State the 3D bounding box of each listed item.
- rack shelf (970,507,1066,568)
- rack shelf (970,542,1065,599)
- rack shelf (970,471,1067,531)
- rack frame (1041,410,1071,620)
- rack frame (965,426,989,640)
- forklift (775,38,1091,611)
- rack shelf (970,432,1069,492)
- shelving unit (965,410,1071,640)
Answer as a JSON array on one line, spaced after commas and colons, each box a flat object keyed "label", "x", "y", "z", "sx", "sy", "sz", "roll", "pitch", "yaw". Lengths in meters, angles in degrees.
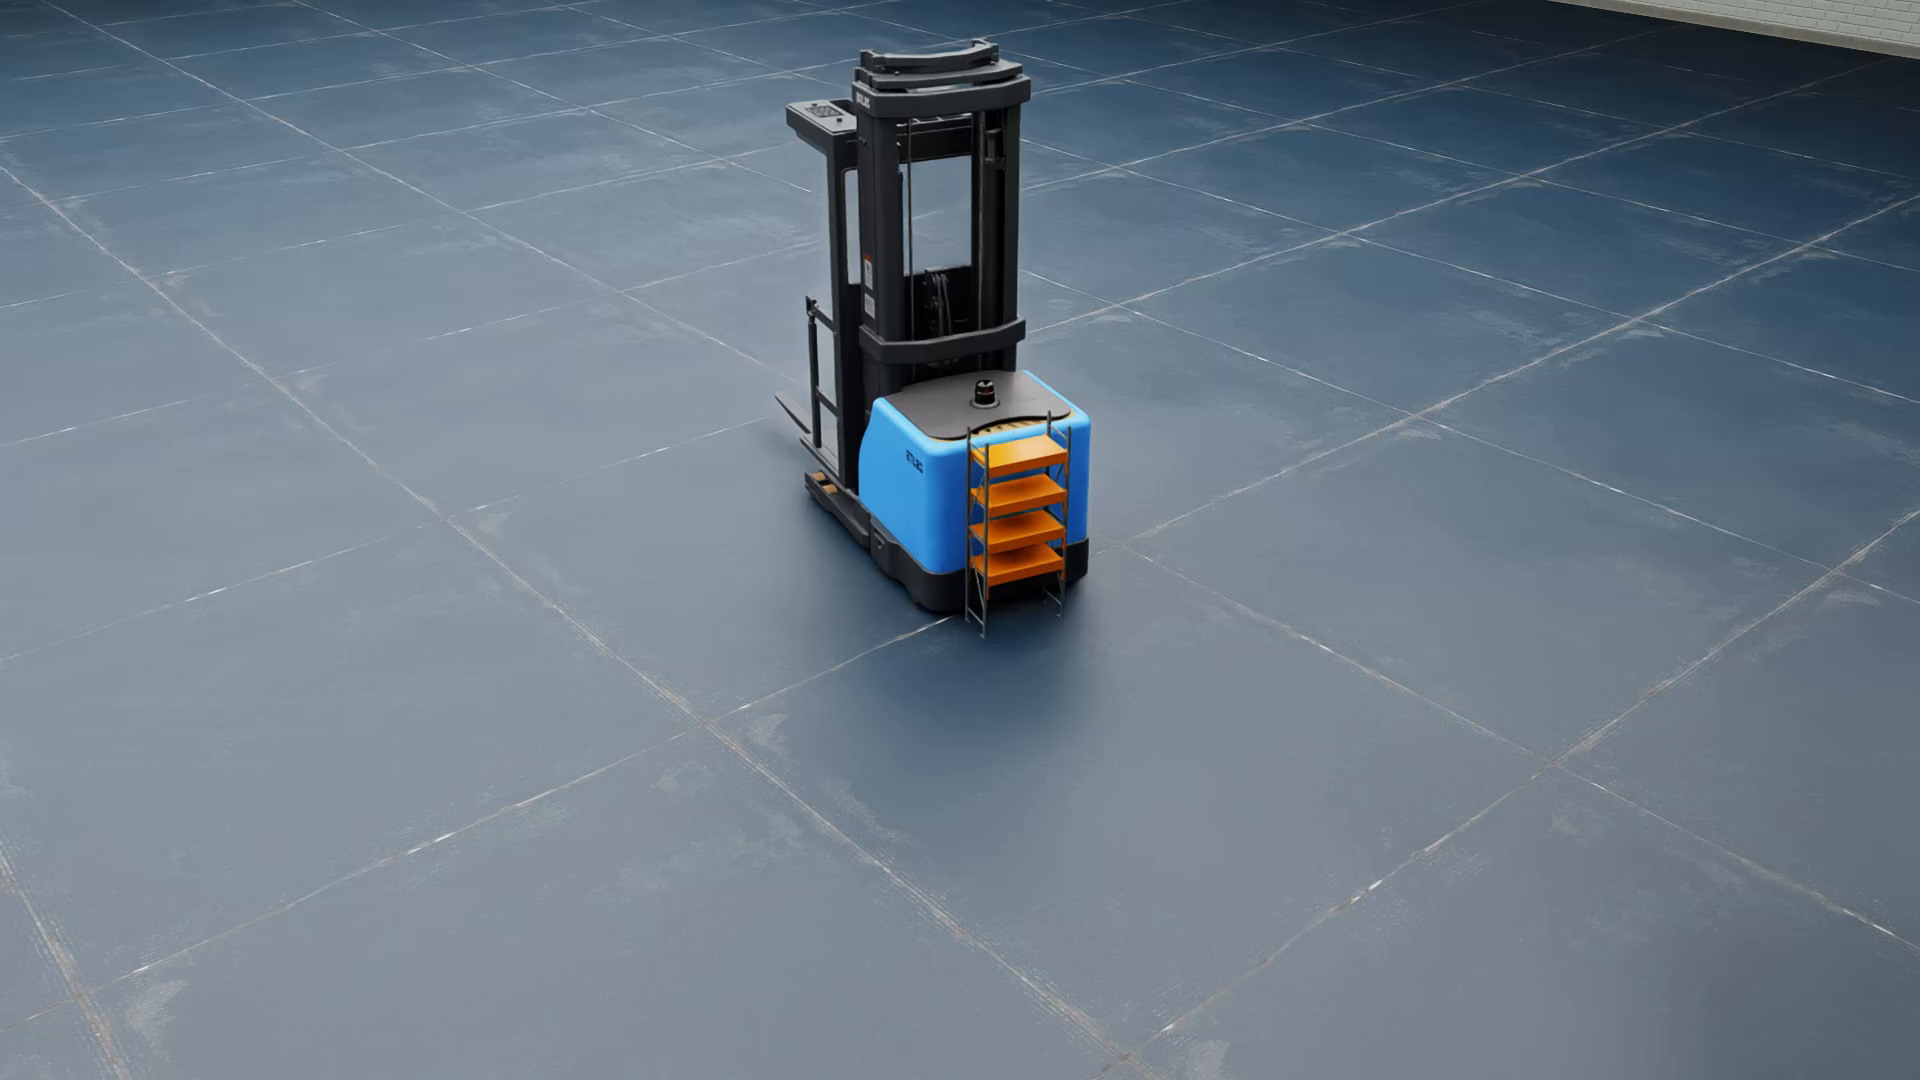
[{"label": "rack shelf", "x": 0.311, "y": -0.017, "z": 9.150, "sx": 0.480, "sy": 0.148, "sz": 0.258, "roll": -13, "pitch": 31, "yaw": -23}, {"label": "rack shelf", "x": 0.310, "y": 0.157, "z": 9.245, "sx": 0.480, "sy": 0.148, "sz": 0.258, "roll": -13, "pitch": 31, "yaw": -23}, {"label": "rack shelf", "x": 0.311, "y": -0.214, "z": 9.043, "sx": 0.480, "sy": 0.148, "sz": 0.258, "roll": -13, "pitch": 31, "yaw": -23}, {"label": "rack frame", "x": 0.531, "y": -0.127, "z": 9.212, "sx": 0.015, "sy": 1.200, "sz": 0.240, "roll": -13, "pitch": 31, "yaw": -23}, {"label": "rack frame", "x": 0.091, "y": -0.026, "z": 9.024, "sx": 0.015, "sy": 1.200, "sz": 0.240, "roll": -13, "pitch": 31, "yaw": -23}, {"label": "forklift", "x": -0.347, "y": -1.561, "z": 10.061, "sx": 1.130, "sy": 2.935, "sz": 3.031, "roll": -13, "pitch": 31, "yaw": -23}, {"label": "rack shelf", "x": 0.312, "y": -0.422, "z": 8.930, "sx": 0.480, "sy": 0.148, "sz": 0.258, "roll": -13, "pitch": 31, "yaw": -23}, {"label": "shelving unit", "x": 0.311, "y": -0.077, "z": 9.118, "sx": 0.503, "sy": 1.200, "sz": 0.258, "roll": -13, "pitch": 31, "yaw": -23}]
